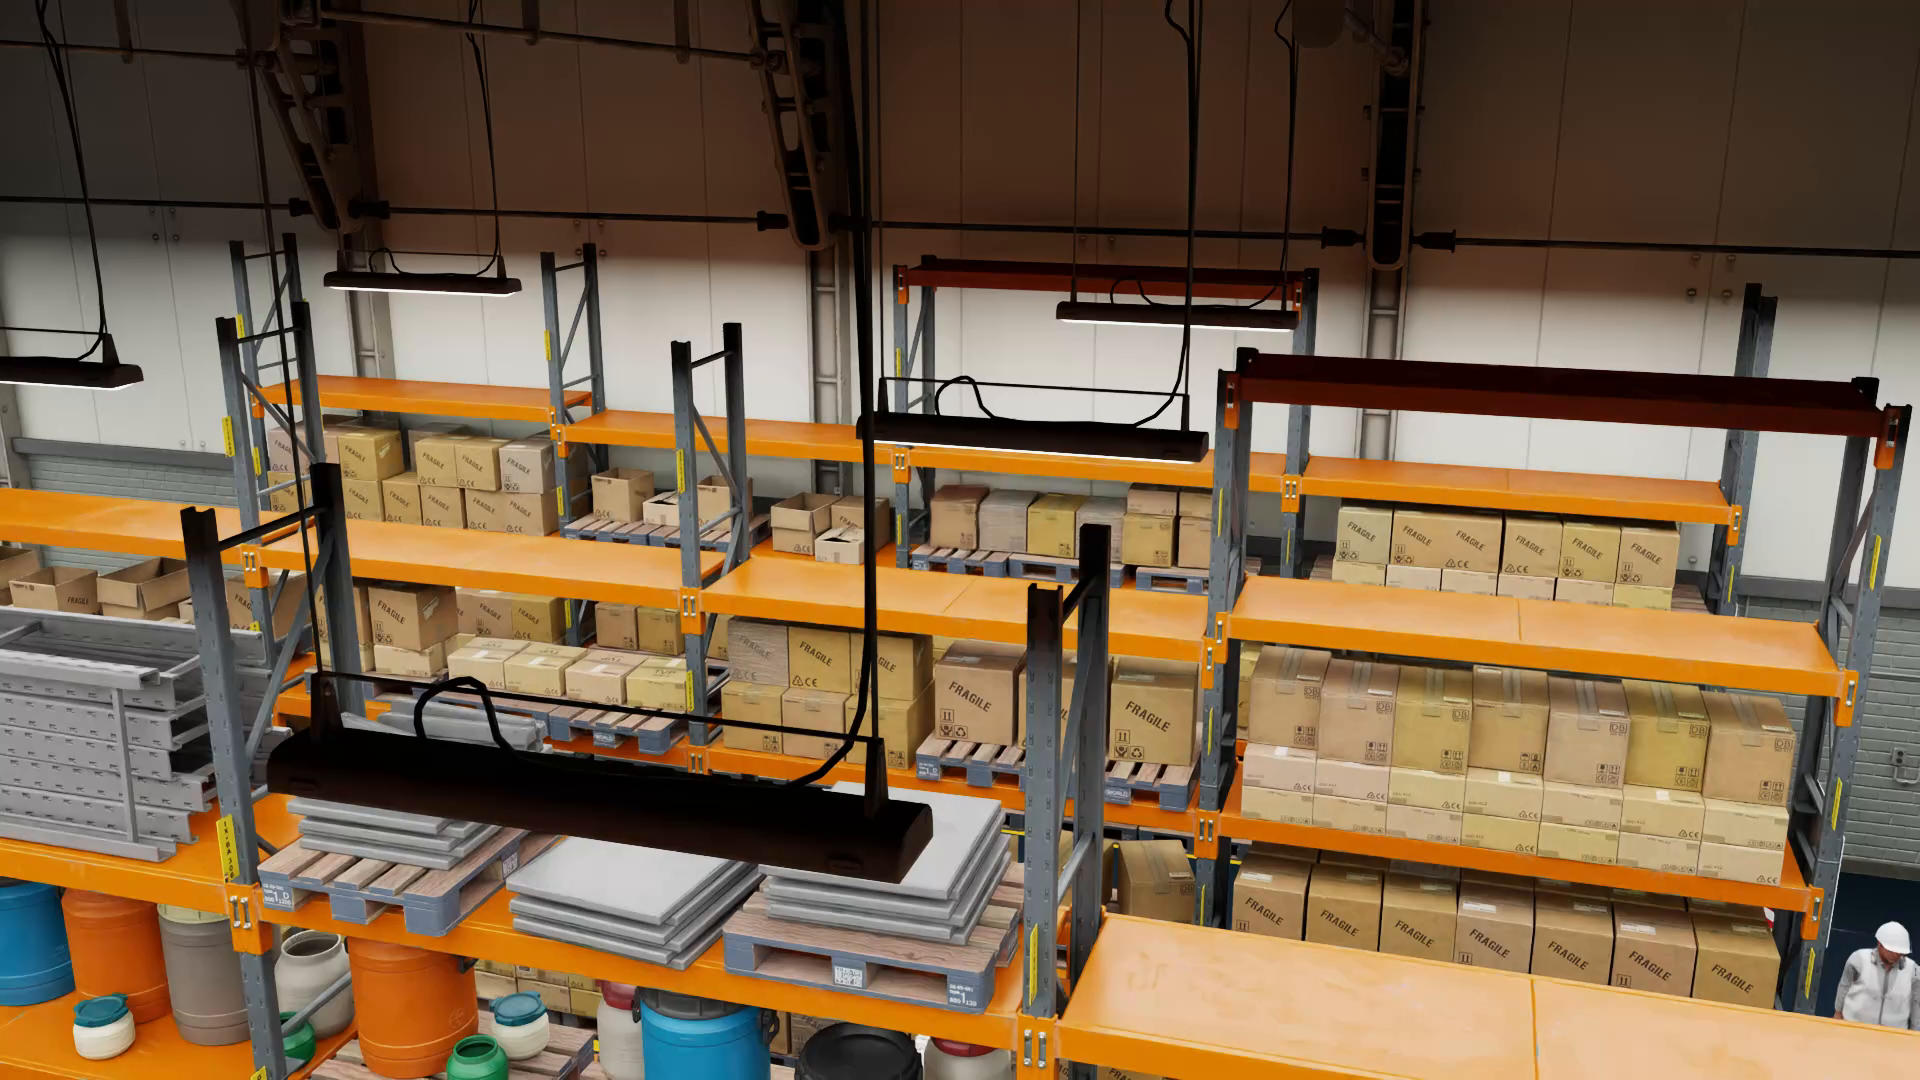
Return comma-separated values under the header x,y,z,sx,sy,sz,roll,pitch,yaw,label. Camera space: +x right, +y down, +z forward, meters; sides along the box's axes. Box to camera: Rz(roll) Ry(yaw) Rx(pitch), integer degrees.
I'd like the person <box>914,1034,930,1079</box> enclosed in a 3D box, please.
x,y,z,sx,sy,sz,roll,pitch,yaw,label
-0.246,4.024,11.809,0.503,1.655,0.535,9,18,29,person

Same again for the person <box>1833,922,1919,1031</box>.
x,y,z,sx,sy,sz,roll,pitch,yaw,label
6.989,3.728,12.669,0.580,1.807,0.570,6,17,19,person
